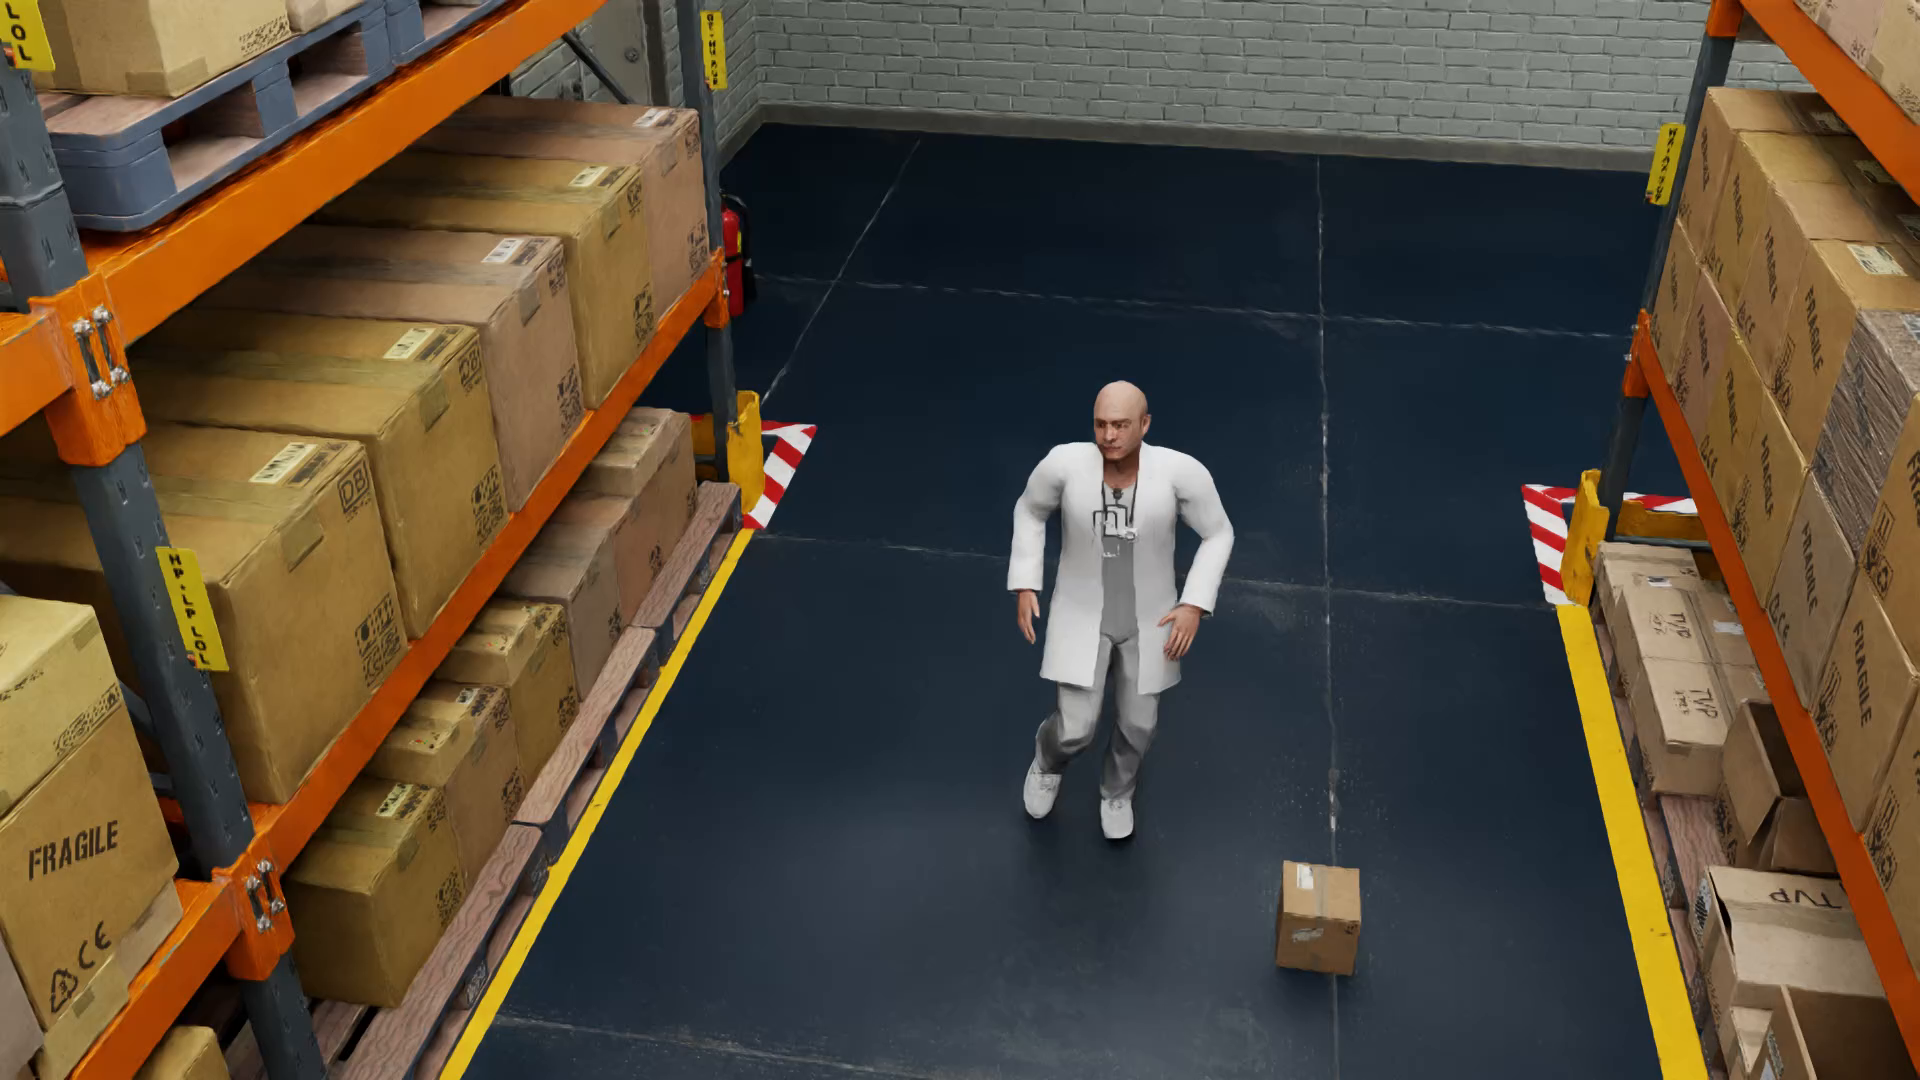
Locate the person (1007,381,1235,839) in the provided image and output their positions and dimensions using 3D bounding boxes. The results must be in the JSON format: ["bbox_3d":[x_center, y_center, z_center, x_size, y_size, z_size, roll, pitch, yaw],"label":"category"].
[{"bbox_3d":[0.545,0.276,5.739,0.764,1.743,0.535,0,32,-1],"label":"person"}]
